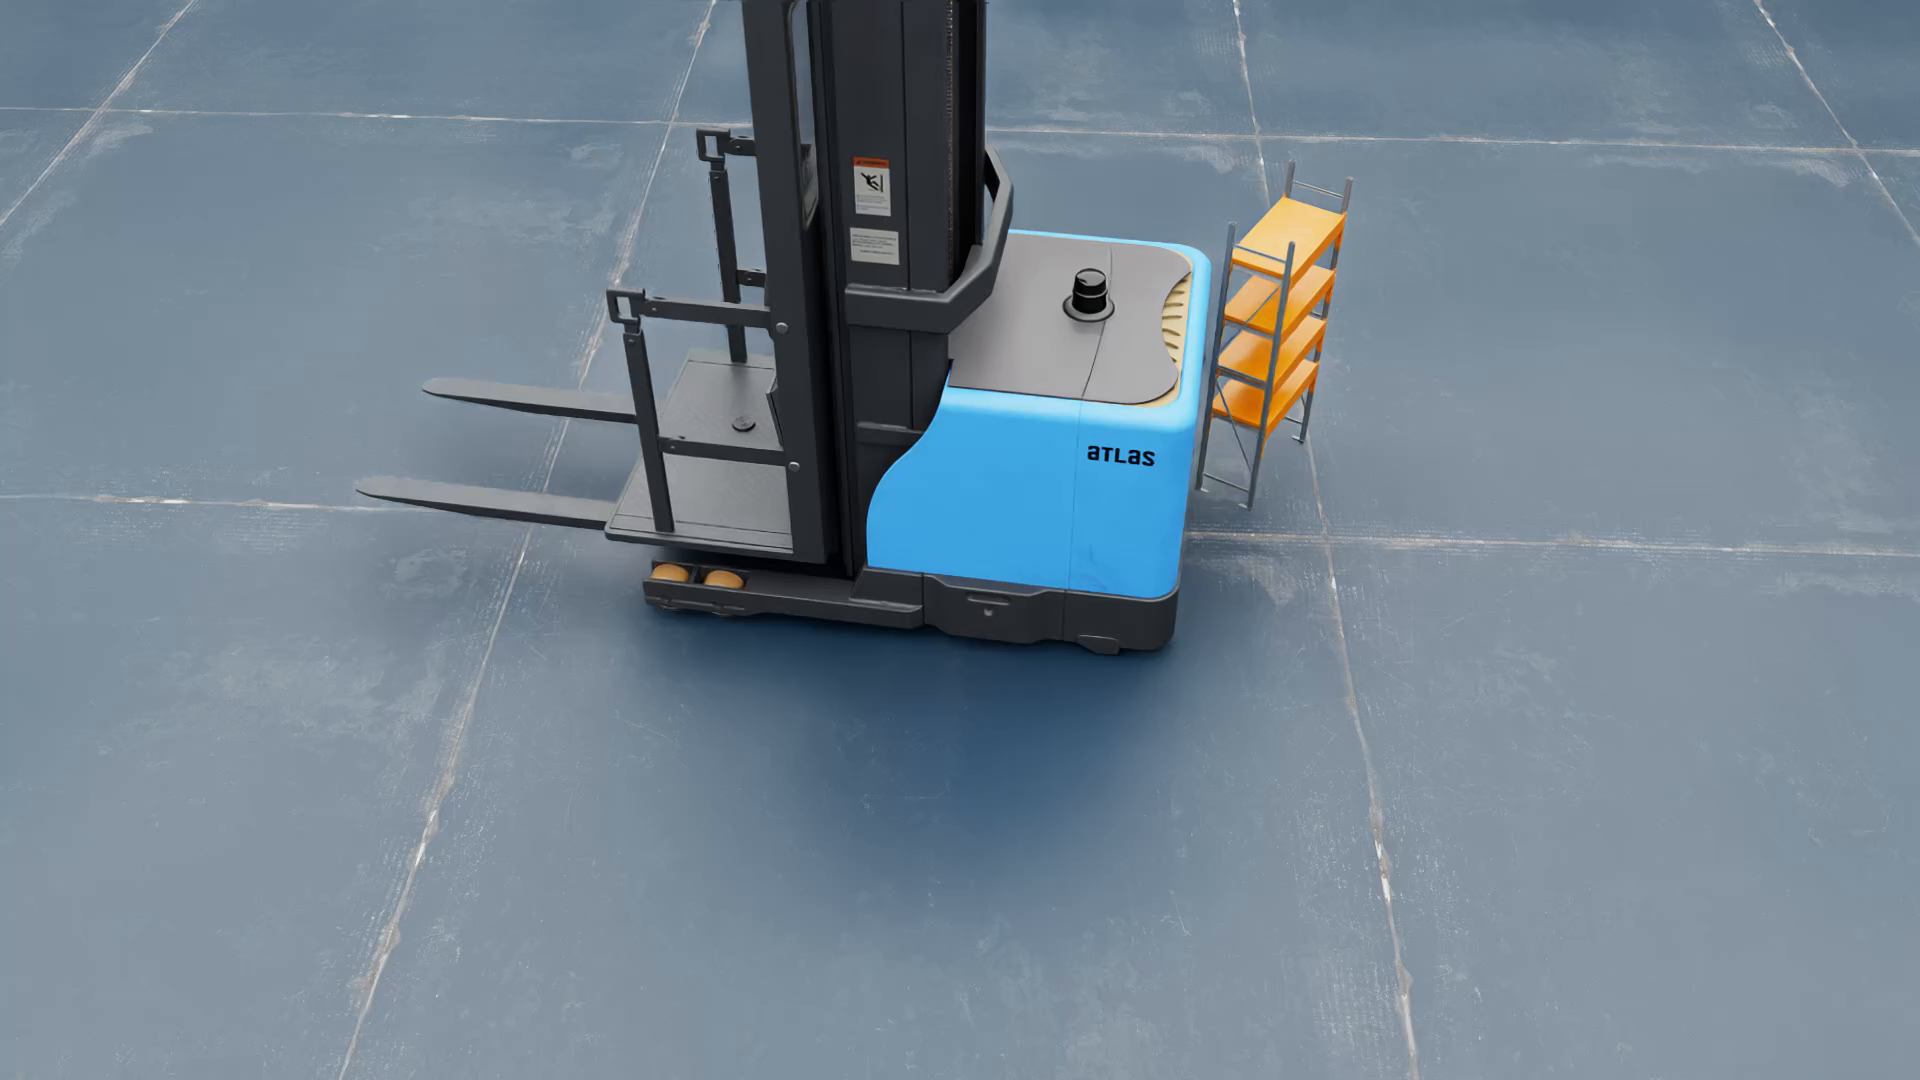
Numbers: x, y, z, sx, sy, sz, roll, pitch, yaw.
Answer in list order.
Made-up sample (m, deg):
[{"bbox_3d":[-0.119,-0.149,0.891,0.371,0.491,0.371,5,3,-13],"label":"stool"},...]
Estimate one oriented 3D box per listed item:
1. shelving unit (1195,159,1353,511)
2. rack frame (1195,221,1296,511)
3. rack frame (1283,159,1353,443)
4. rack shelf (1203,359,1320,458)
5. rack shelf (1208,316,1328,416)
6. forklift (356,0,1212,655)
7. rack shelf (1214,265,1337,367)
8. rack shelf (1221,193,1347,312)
[{"bbox_3d":[1.150,-0.736,6.160,0.258,1.200,0.503,24,48,23],"label":"shelving unit"},{"bbox_3d":[1.018,-0.596,6.010,0.240,1.200,0.015,24,48,23],"label":"rack frame"},{"bbox_3d":[1.281,-0.877,6.311,0.240,1.200,0.015,24,48,23],"label":"rack frame"},{"bbox_3d":[1.150,-0.542,6.341,0.258,0.148,0.480,24,48,23],"label":"rack shelf"},{"bbox_3d":[1.150,-0.687,6.206,0.258,0.148,0.480,24,48,23],"label":"rack shelf"},{"bbox_3d":[-0.679,-1.150,5.334,3.031,2.935,1.130,6,43,7],"label":"forklift"},{"bbox_3d":[1.150,-0.851,6.054,0.258,0.148,0.480,24,48,23],"label":"rack shelf"},{"bbox_3d":[1.150,-1.024,5.892,0.258,0.148,0.480,24,48,23],"label":"rack shelf"}]
